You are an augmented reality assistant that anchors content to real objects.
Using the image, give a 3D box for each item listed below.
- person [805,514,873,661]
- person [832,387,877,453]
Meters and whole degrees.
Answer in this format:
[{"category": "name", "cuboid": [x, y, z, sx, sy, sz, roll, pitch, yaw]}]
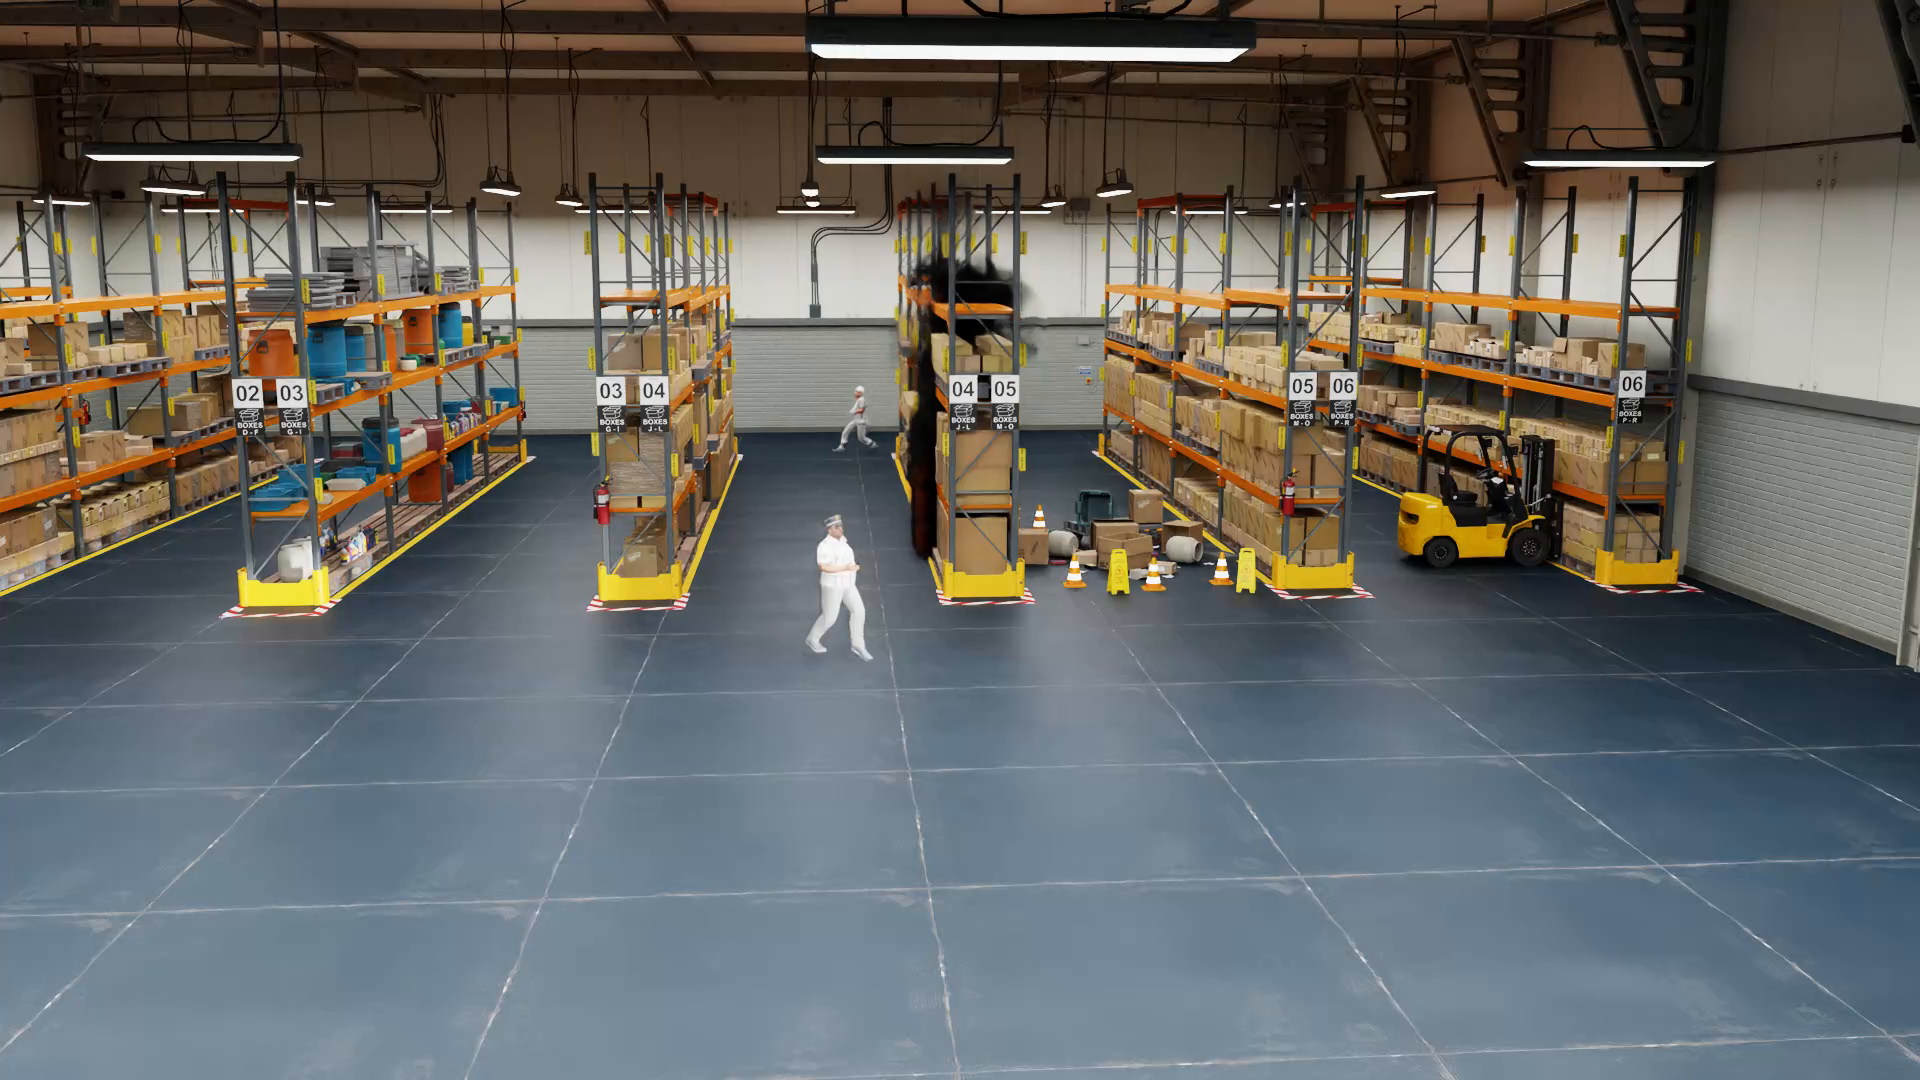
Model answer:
[{"category": "person", "cuboid": [-1.492, 0.576, 20.420, 0.896, 1.819, 0.668, 7, 12, 35]}, {"category": "person", "cuboid": [-2.492, -2.915, 40.462, 1.108, 1.632, 0.746, -5, 11, -26]}]
